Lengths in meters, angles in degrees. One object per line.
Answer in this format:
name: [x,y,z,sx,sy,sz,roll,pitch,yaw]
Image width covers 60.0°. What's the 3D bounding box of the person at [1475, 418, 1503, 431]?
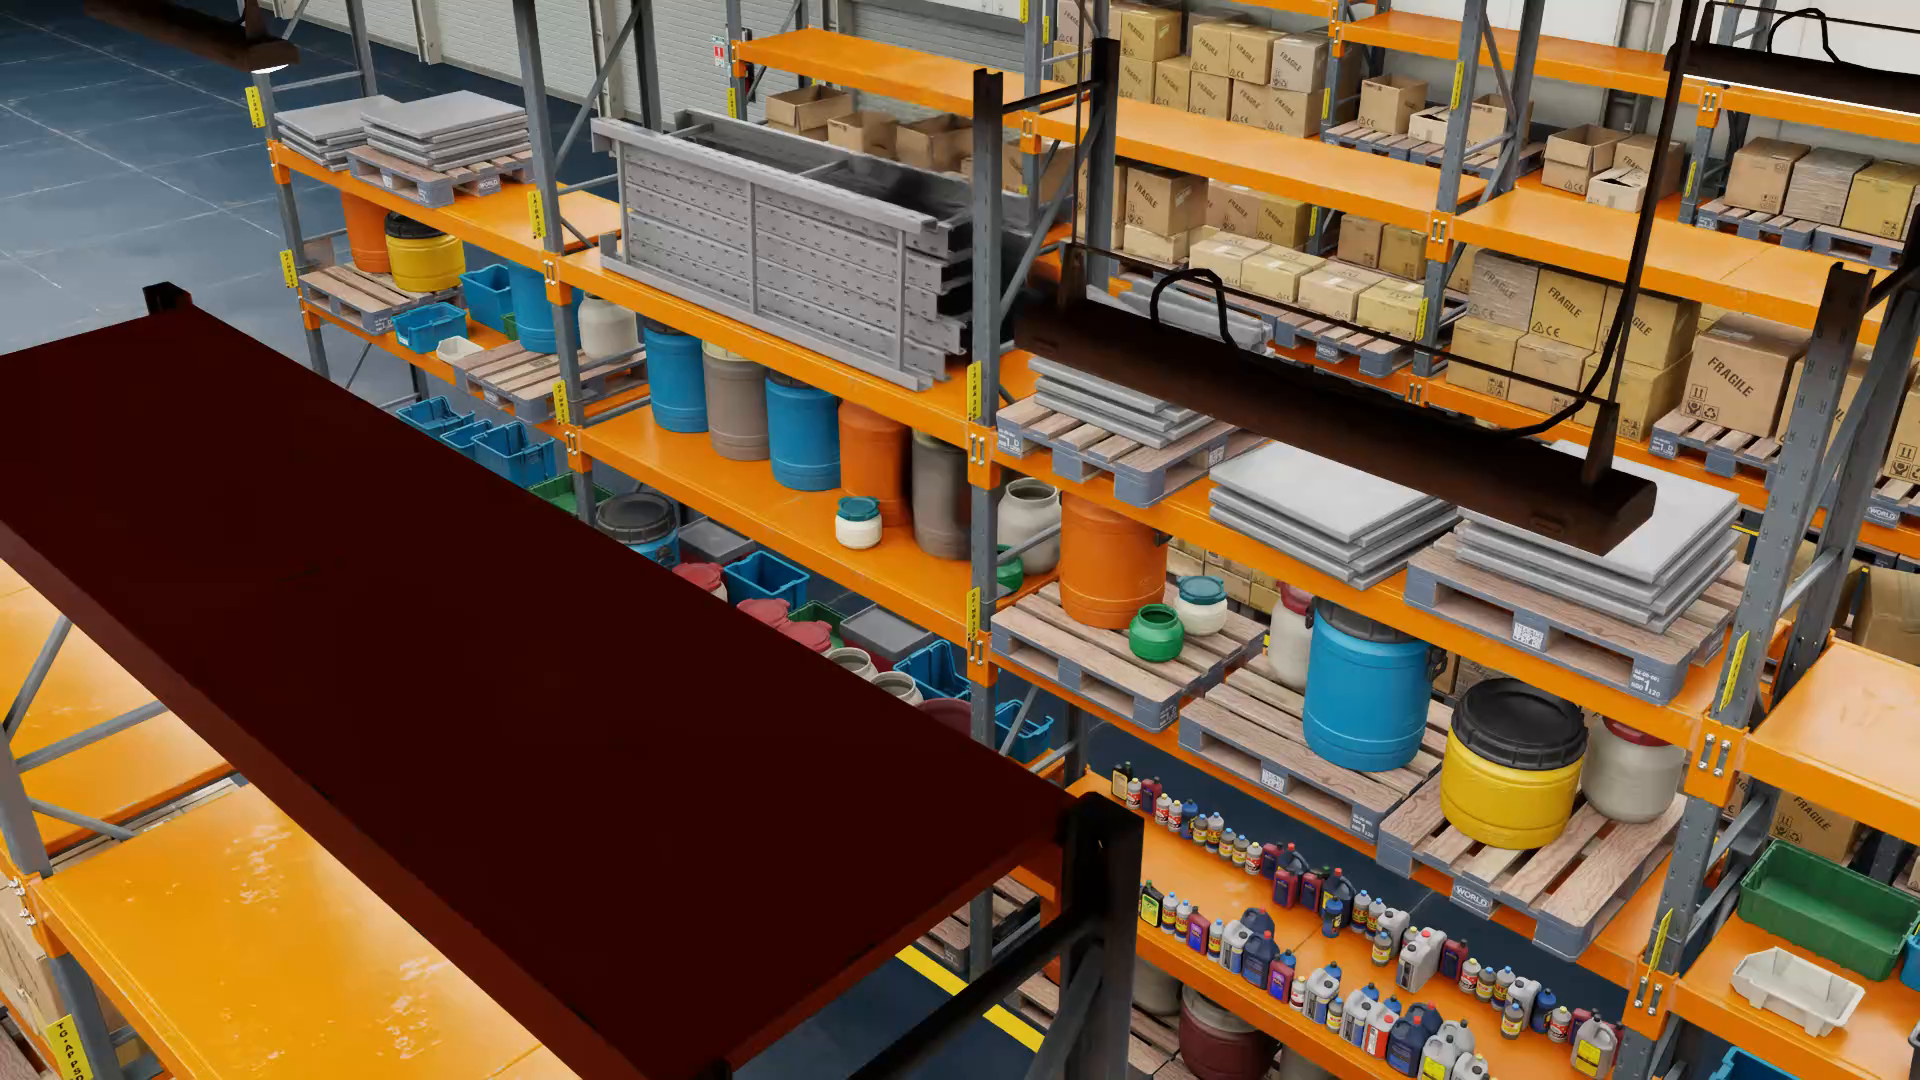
person: [4.968,-0.803,16.020,0.558,1.621,0.580,16,33,27]
